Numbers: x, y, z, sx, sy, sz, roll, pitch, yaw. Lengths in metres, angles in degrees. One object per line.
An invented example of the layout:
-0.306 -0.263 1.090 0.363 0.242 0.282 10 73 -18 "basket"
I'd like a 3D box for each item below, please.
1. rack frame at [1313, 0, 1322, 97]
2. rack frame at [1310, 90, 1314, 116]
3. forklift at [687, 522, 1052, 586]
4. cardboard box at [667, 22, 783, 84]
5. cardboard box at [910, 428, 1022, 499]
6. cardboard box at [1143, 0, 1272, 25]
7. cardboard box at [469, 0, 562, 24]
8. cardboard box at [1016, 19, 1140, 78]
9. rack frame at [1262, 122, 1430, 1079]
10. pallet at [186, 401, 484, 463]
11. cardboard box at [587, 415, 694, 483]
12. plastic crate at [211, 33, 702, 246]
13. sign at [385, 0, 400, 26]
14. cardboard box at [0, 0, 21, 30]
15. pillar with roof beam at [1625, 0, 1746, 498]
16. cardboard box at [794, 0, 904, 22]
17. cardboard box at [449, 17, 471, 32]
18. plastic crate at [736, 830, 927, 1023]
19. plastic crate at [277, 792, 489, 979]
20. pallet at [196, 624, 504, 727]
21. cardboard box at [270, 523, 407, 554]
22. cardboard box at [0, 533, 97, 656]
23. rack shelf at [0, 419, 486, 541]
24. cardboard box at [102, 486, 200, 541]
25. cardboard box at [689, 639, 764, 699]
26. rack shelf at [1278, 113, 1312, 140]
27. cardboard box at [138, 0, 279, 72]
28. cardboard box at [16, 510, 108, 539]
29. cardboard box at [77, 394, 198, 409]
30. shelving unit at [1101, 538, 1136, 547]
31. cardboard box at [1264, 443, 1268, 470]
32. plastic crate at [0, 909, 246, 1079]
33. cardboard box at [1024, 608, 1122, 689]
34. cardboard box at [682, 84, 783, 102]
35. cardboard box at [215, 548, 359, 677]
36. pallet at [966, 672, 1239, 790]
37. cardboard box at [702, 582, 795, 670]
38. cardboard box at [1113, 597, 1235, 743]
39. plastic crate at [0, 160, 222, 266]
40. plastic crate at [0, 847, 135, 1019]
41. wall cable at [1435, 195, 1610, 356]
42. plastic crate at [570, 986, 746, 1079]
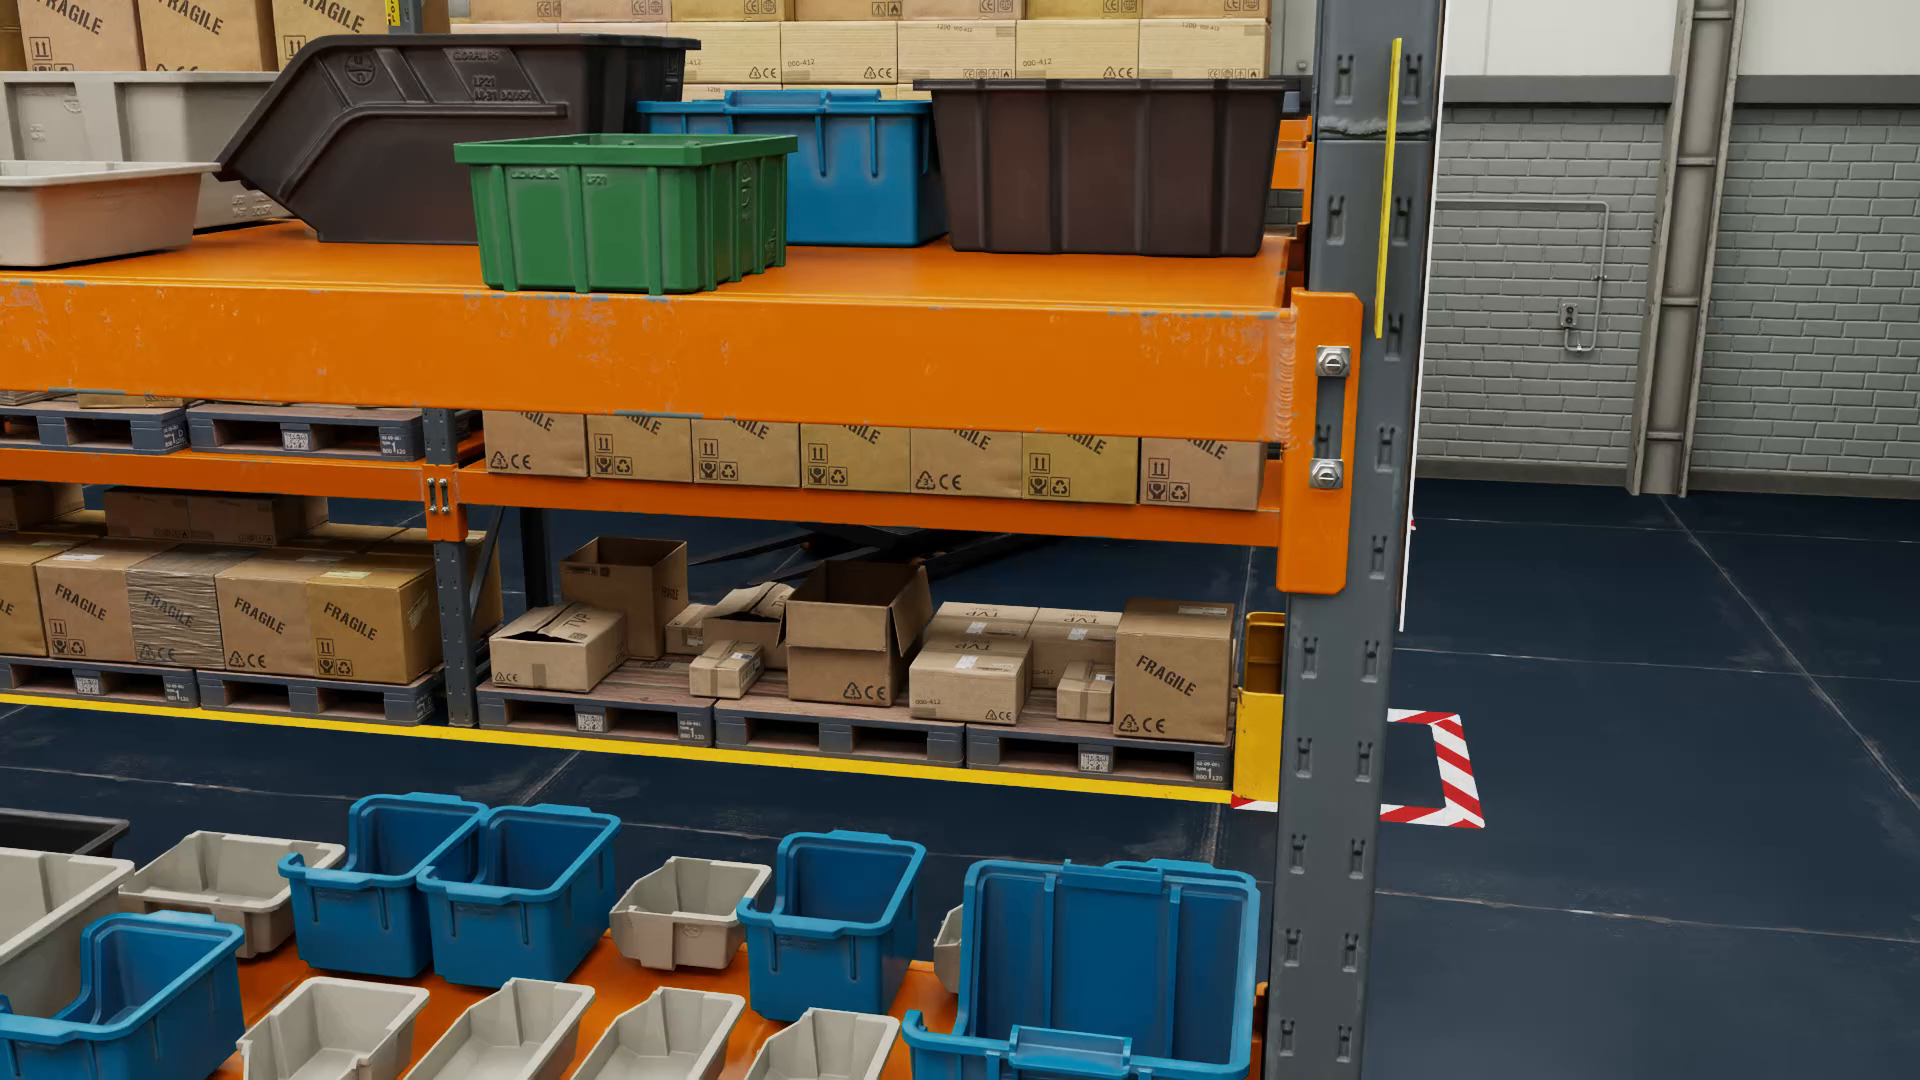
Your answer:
1.567 -3.332 6.663 0.127 3.000 1.000 3 16 11 "rack frame"
2.550 -1.737 12.143 0.127 3.000 1.000 3 16 11 "rack frame"
-0.426 -1.290 10.658 1.130 2.935 3.031 14 21 41 "forklift"
-0.948 -2.121 7.255 0.500 0.250 0.500 3 16 11 "cardboard box"
0.077 -0.496 7.477 0.500 0.500 0.500 3 16 12 "cardboard box"
1.060 -2.439 7.000 0.500 0.500 0.700 3 16 11 "cardboard box"
-1.869 -2.613 7.627 0.500 0.500 0.700 3 16 11 "cardboard box"
0.522 -2.042 6.970 0.500 0.250 0.500 3 16 11 "cardboard box"
0.576 0.855 2.786 0.127 3.000 1.000 3 16 11 "rack frame"
-3.114 -0.632 8.514 1.213 0.211 1.003 3 16 11 "pallet"
-1.406 -0.577 7.768 0.500 0.500 0.500 3 16 12 "cardboard box"
-0.866 -0.714 2.947 0.767 0.338 0.504 3 16 11 "plastic crate"
-2.460 -2.393 7.185 0.005 0.325 0.100 3 16 11 "sign"
-4.847 -2.763 8.167 0.500 0.500 0.500 3 16 11 "cardboard box"
4.510 -3.584 7.574 0.400 9.000 9.100 3 16 11 "pillar with roof beam"
-0.396 -2.538 7.355 0.500 0.500 0.700 3 16 11 "cardboard box"
-3.734 -3.810 12.997 0.500 0.500 0.700 4 16 14 "cardboard box"
-0.246 0.772 3.286 0.300 0.233 0.416 3 16 11 "plastic crate"
-1.185 0.721 3.470 0.300 0.233 0.416 3 16 11 "plastic crate"
-3.158 0.657 8.725 1.213 0.211 1.003 3 16 11 "pallet"
-3.304 0.224 8.922 0.500 0.500 0.500 3 16 12 "cardboard box"
-4.879 0.280 8.721 0.500 0.500 0.500 3 16 10 "cardboard box"
-4.313 -0.413 8.712 4.000 0.370 1.077 3 16 11 "rack shelf"
-4.250 -0.191 9.018 0.500 0.250 0.500 3 16 10 "cardboard box"
-1.135 0.622 8.110 0.250 0.166 0.380 3 16 11 "cardboard box"
0.590 -2.942 12.222 4.000 0.370 1.077 3 16 11 "rack shelf"
-3.492 -2.473 8.022 0.600 0.600 0.600 3 16 10 "cardboard box"
-4.803 0.142 9.217 0.500 0.500 0.500 3 16 9 "cardboard box"
-4.097 -0.982 8.443 0.500 0.500 0.700 -1 16 -3 "cardboard box"
1.078 -0.535 11.146 0.258 1.200 0.189 2 26 6 "shelving unit"
1.184 -0.581 7.785 0.500 0.500 0.500 3 16 12 "cardboard box"
-1.488 0.865 2.953 0.300 0.233 0.416 3 16 11 "plastic crate"
0.600 0.543 8.240 0.500 0.250 0.500 3 16 11 "cardboard box"
-0.947 -1.881 7.327 0.500 0.250 0.500 3 16 11 "cardboard box"
-3.377 0.359 8.434 0.500 0.500 0.500 3 16 11 "cardboard box"
0.711 0.857 8.003 1.213 0.211 1.003 3 16 11 "pallet"
-1.003 0.426 8.546 0.500 0.311 0.500 3 16 11 "cardboard box"
0.985 0.588 7.610 0.500 0.500 0.500 3 16 11 "cardboard box"
-1.498 -0.509 2.584 0.530 0.136 0.437 3 16 11 "plastic crate"
-1.884 0.800 3.095 0.530 0.282 0.437 3 16 11 "plastic crate"
3.993 -2.406 12.654 1.851 1.984 0.084 3 16 11 "wall cable"
-0.540 0.938 2.869 0.243 0.136 0.396 3 16 11 "plastic crate"
